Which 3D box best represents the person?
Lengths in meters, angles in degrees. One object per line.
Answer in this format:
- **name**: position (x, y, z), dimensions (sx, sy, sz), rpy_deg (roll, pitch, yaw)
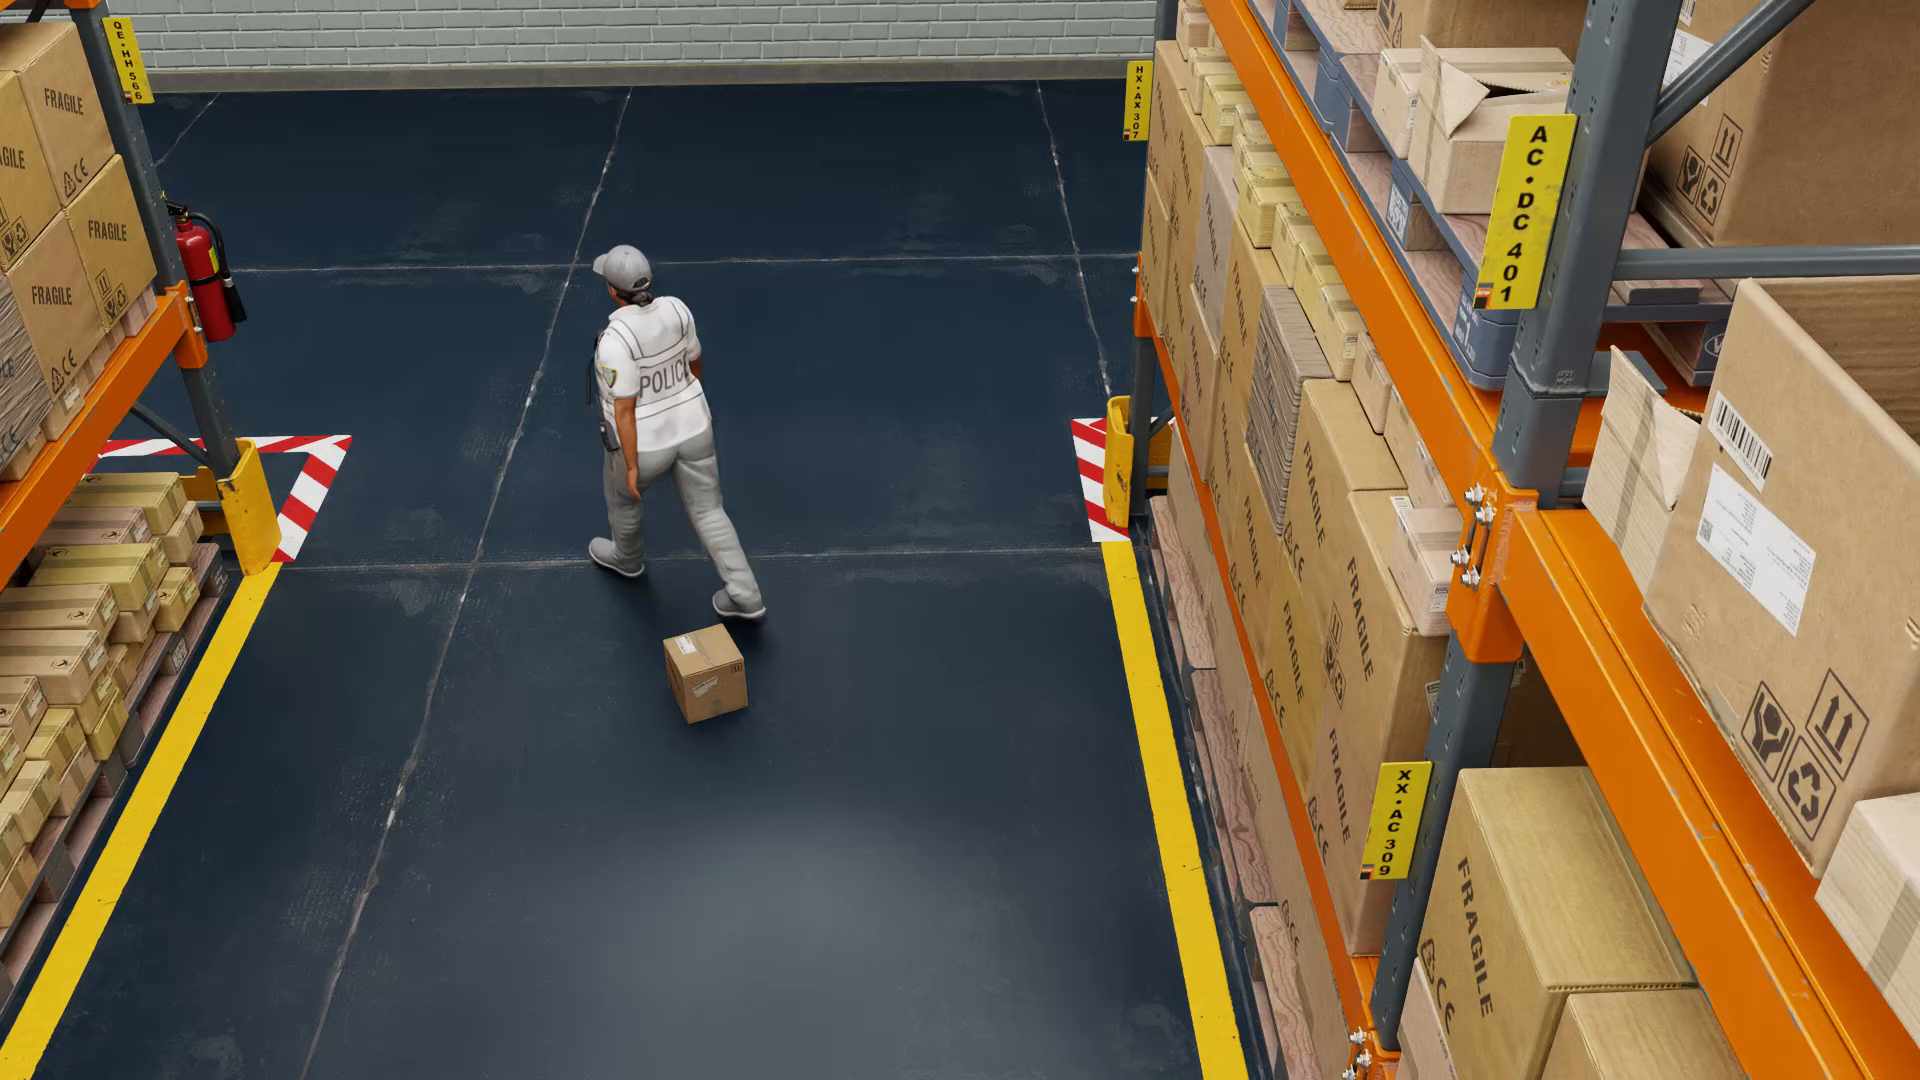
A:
- **person**: position (-1.208, -0.439, 6.762), dimensions (0.504, 1.597, 1.019), rpy_deg (-29, 44, -34)
